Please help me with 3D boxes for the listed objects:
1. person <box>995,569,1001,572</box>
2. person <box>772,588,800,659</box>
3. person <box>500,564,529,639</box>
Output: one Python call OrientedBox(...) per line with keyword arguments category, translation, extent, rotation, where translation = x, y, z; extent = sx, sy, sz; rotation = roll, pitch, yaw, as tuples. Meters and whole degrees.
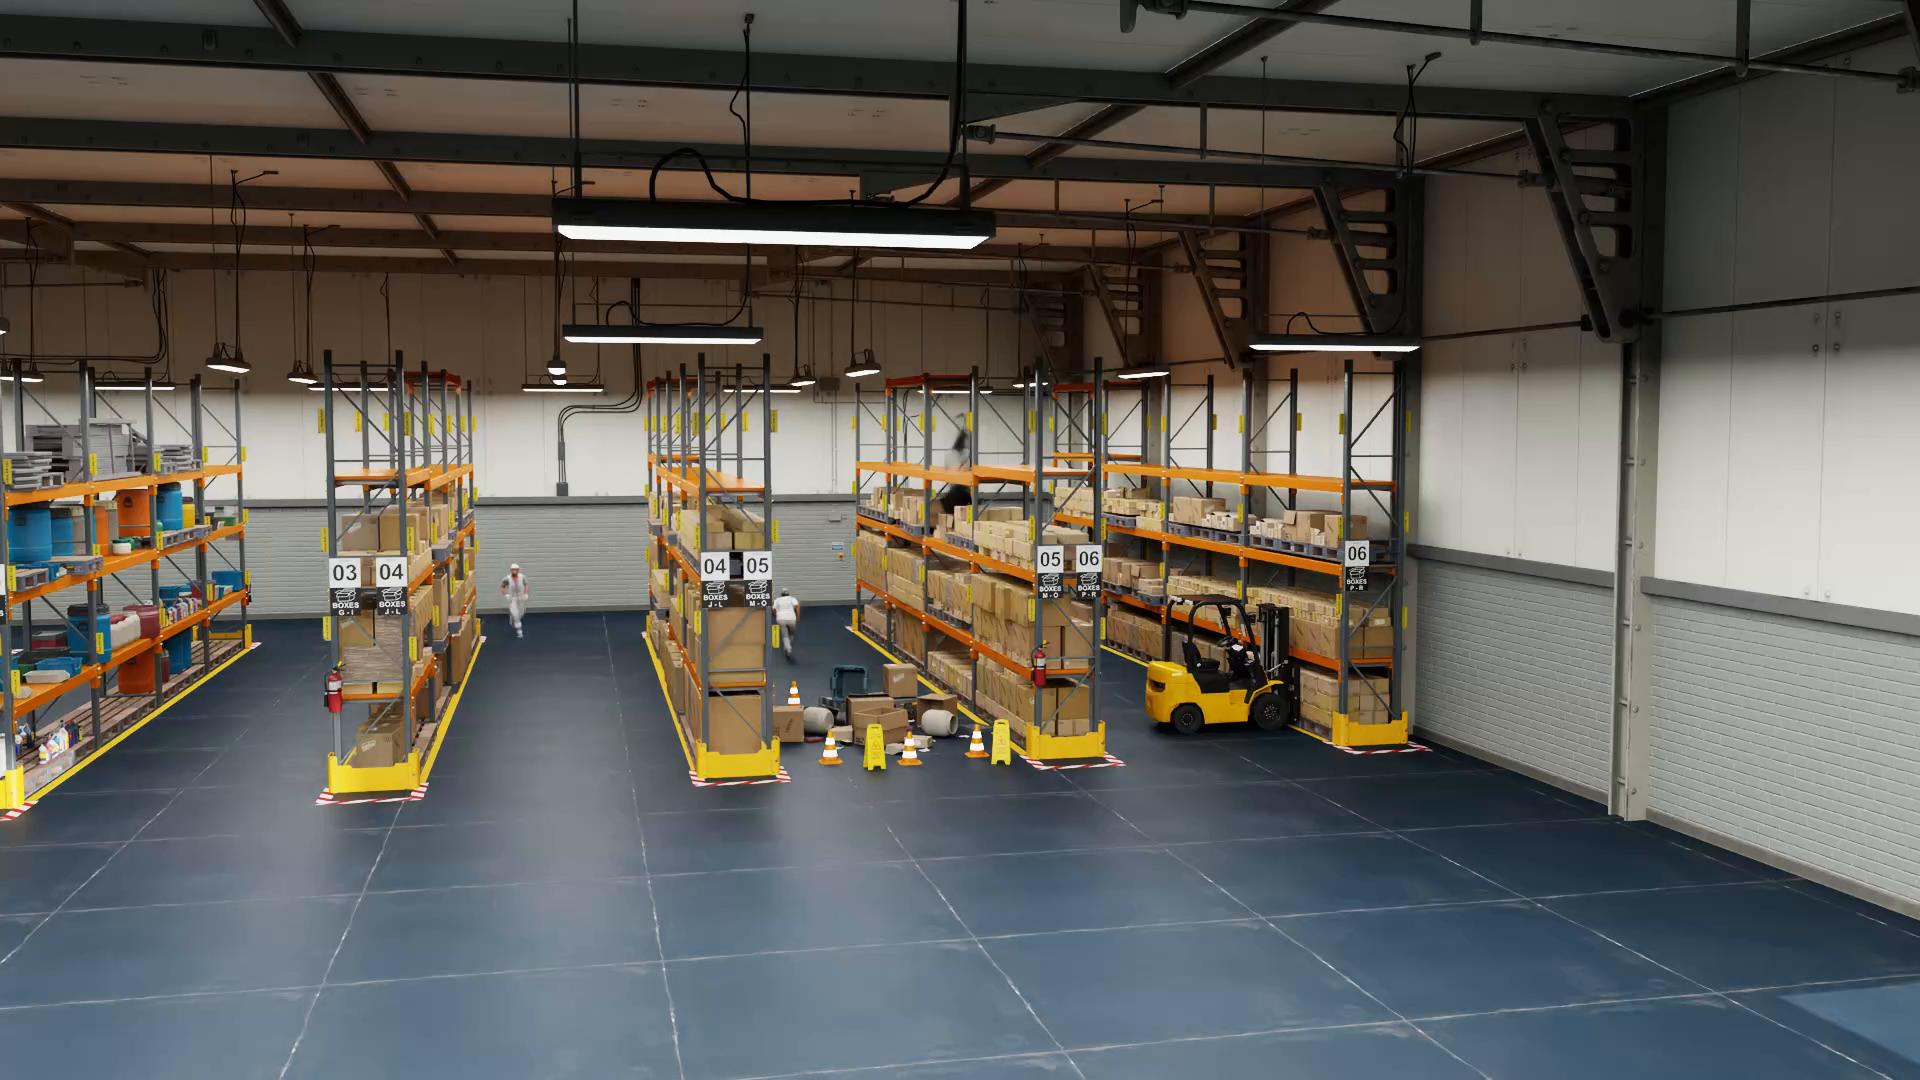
OrientedBox(category="person", translation=(0.881, 1.433, 38.832), extent=(0.690, 1.733, 0.715), rotation=(-2, 5, -31))
OrientedBox(category="person", translation=(-3.712, 1.818, 35.467), extent=(0.610, 1.507, 1.100), rotation=(-1, 4, -8))
OrientedBox(category="person", translation=(-10.500, 1.428, 39.185), extent=(0.667, 1.765, 0.897), rotation=(-2, 5, -30))
